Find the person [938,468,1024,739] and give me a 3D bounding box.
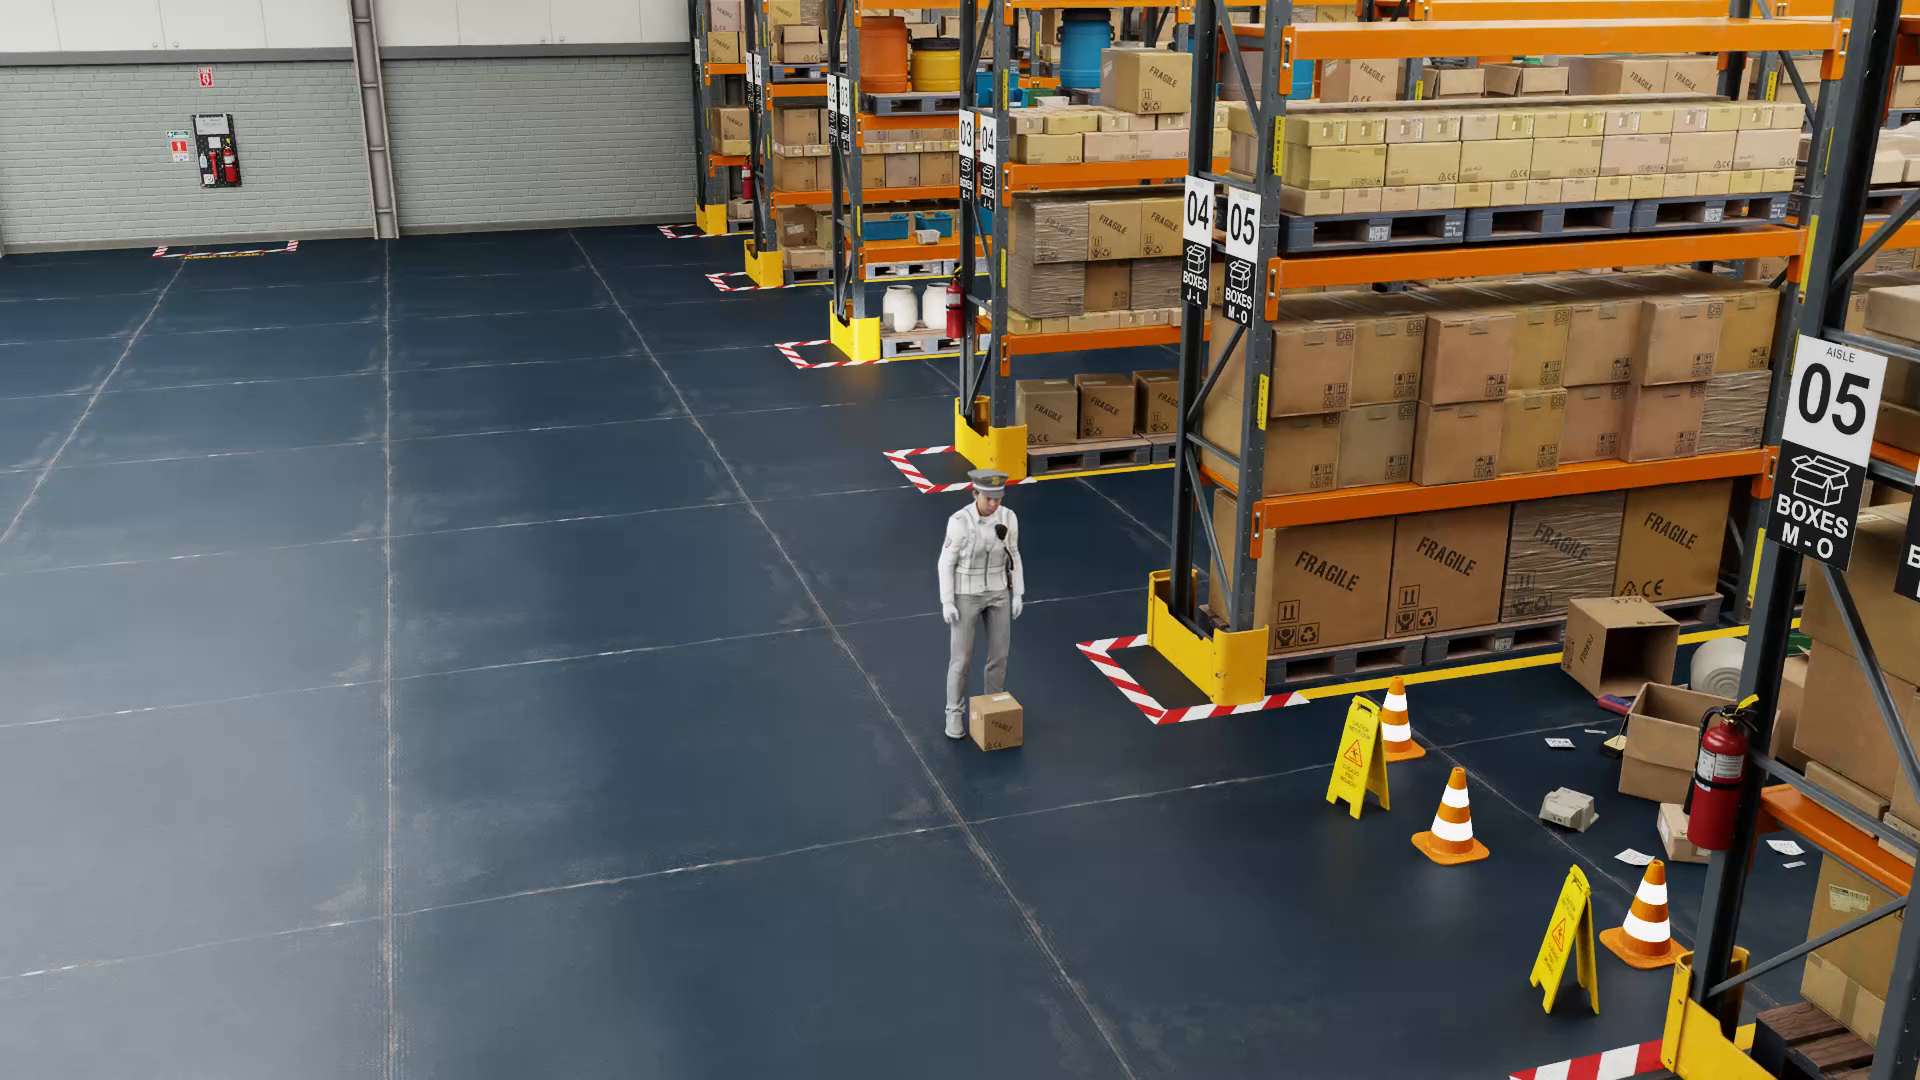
[{"bbox_3d":[0.133,0.358,10.043,0.528,1.664,0.373,-6,20,-17],"label":"person"}]
